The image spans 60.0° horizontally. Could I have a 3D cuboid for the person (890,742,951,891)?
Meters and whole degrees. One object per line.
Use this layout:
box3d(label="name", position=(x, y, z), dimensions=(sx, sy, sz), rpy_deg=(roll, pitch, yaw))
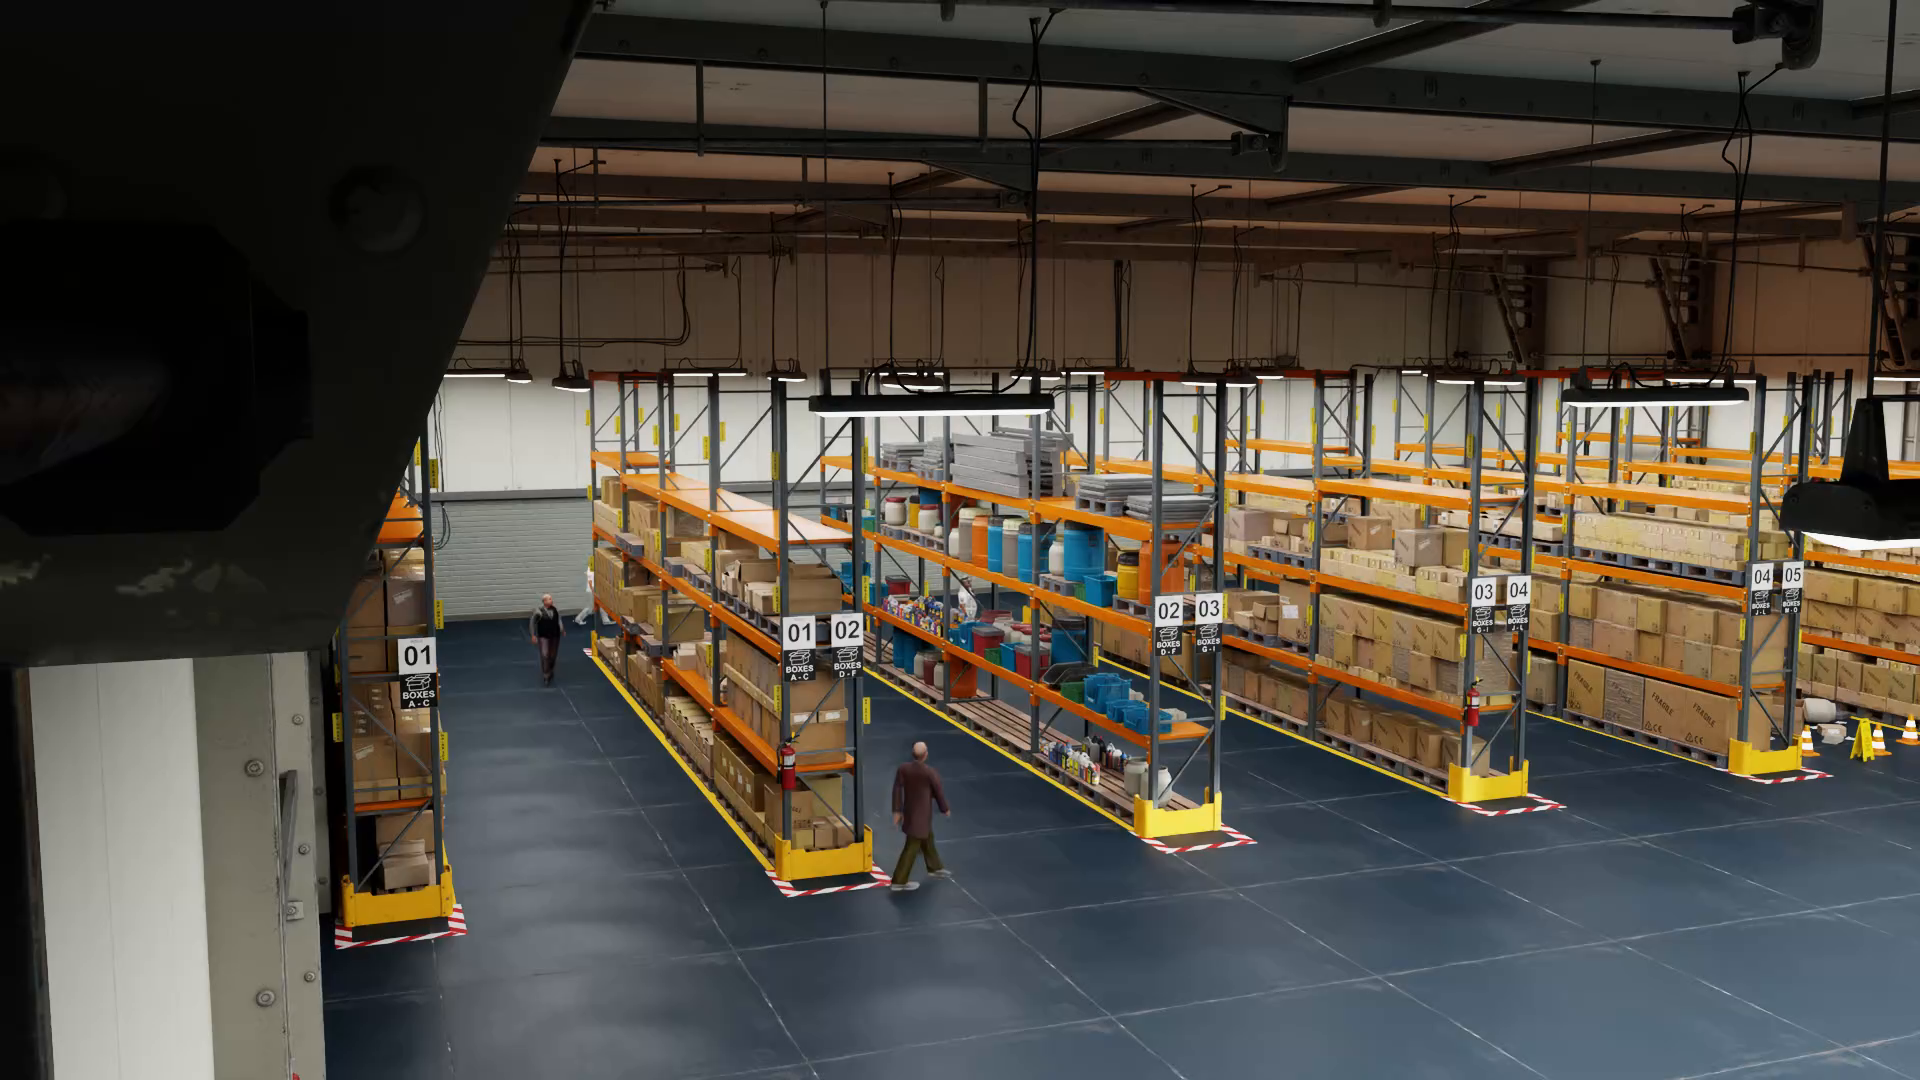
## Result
box3d(label="person", position=(-0.423, 3.249, 19.703), dimensions=(0.964, 1.763, 0.553), rpy_deg=(-4, 7, -31))

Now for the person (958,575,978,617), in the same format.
box3d(label="person", position=(0.152, 1.600, 34.645), dimensions=(0.403, 1.792, 0.598), rpy_deg=(2, 7, 15))

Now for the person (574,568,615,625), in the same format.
box3d(label="person", position=(-8.530, 1.198, 38.759), dimensions=(0.918, 1.615, 0.582), rpy_deg=(0, 6, -4))

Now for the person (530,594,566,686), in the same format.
box3d(label="person", position=(-8.005, 1.915, 32.267), dimensions=(0.652, 1.726, 0.940), rpy_deg=(-2, 7, -19))
